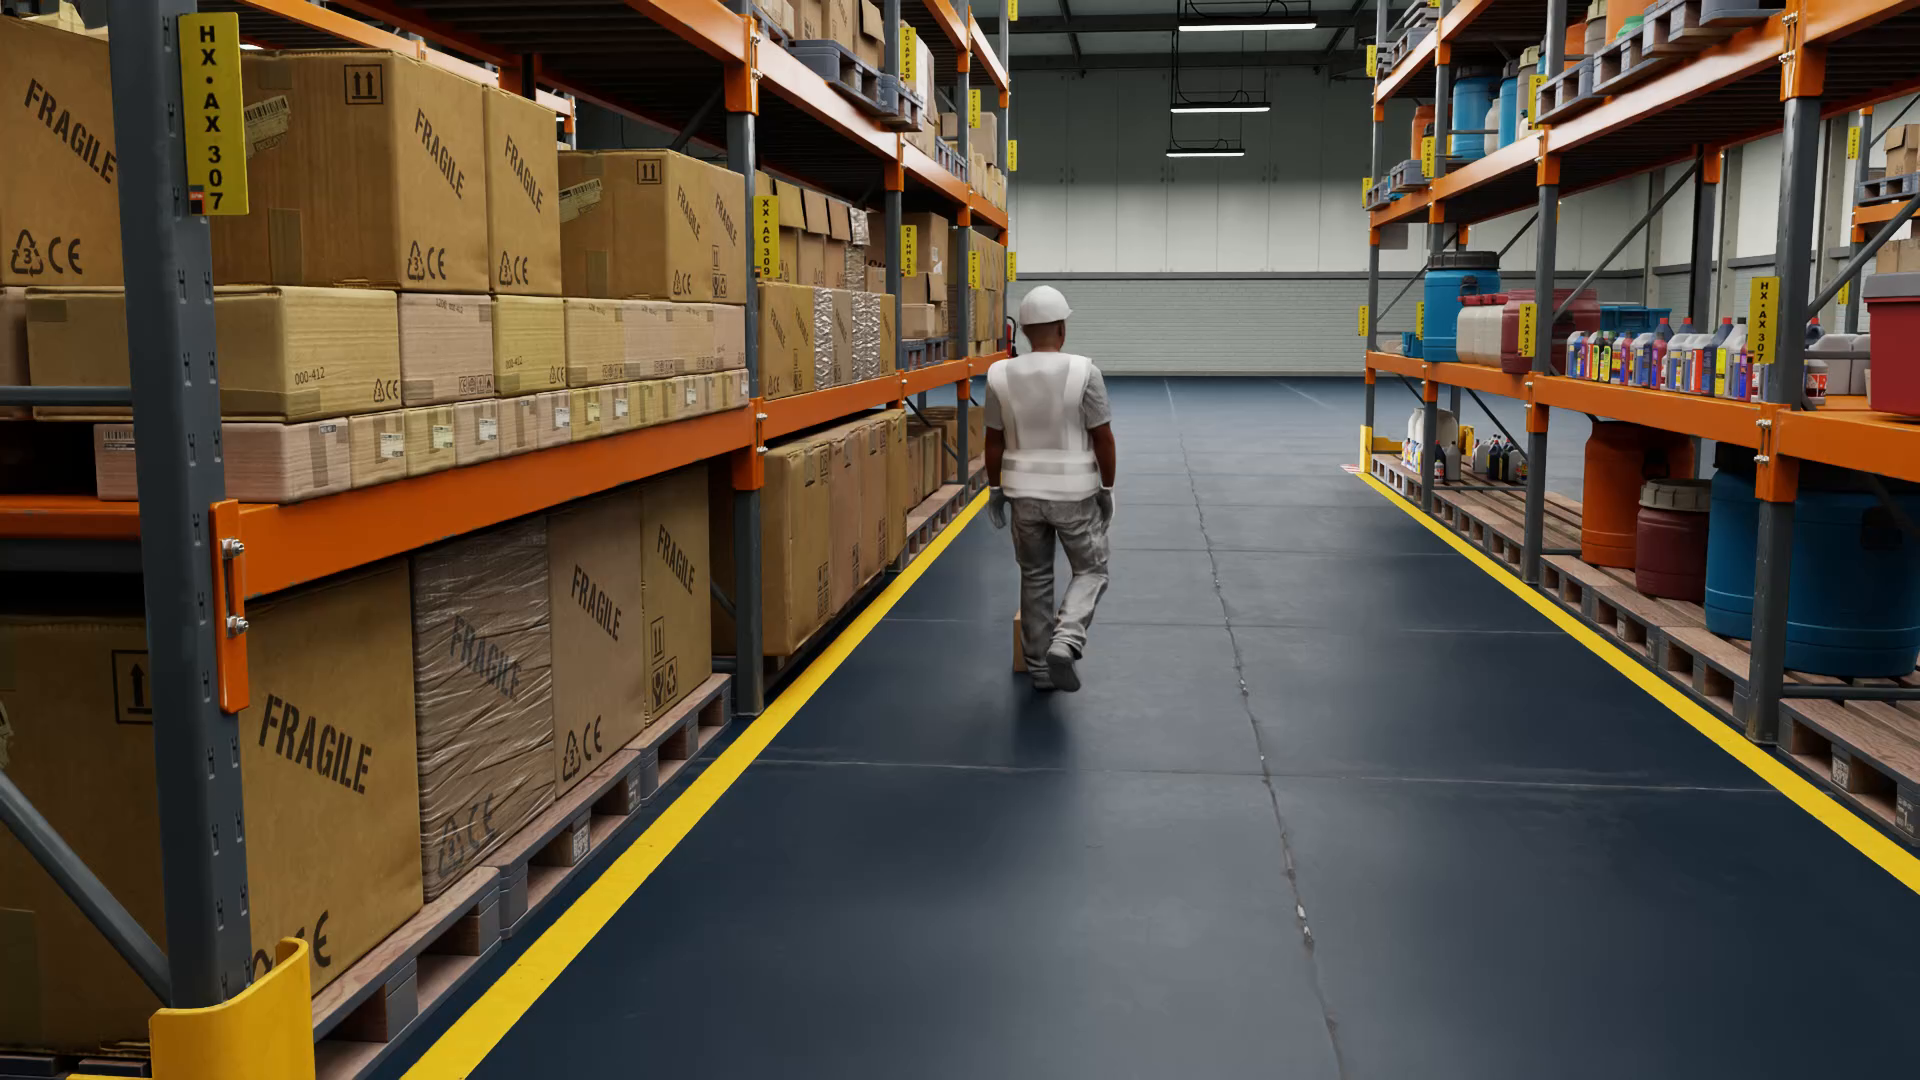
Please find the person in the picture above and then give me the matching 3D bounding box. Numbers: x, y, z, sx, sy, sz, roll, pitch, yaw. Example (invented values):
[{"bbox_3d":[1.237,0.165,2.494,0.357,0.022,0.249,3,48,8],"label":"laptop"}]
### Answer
[{"bbox_3d":[0.397,-0.202,7.191,0.591,1.771,0.740,3,8,18],"label":"person"}]
